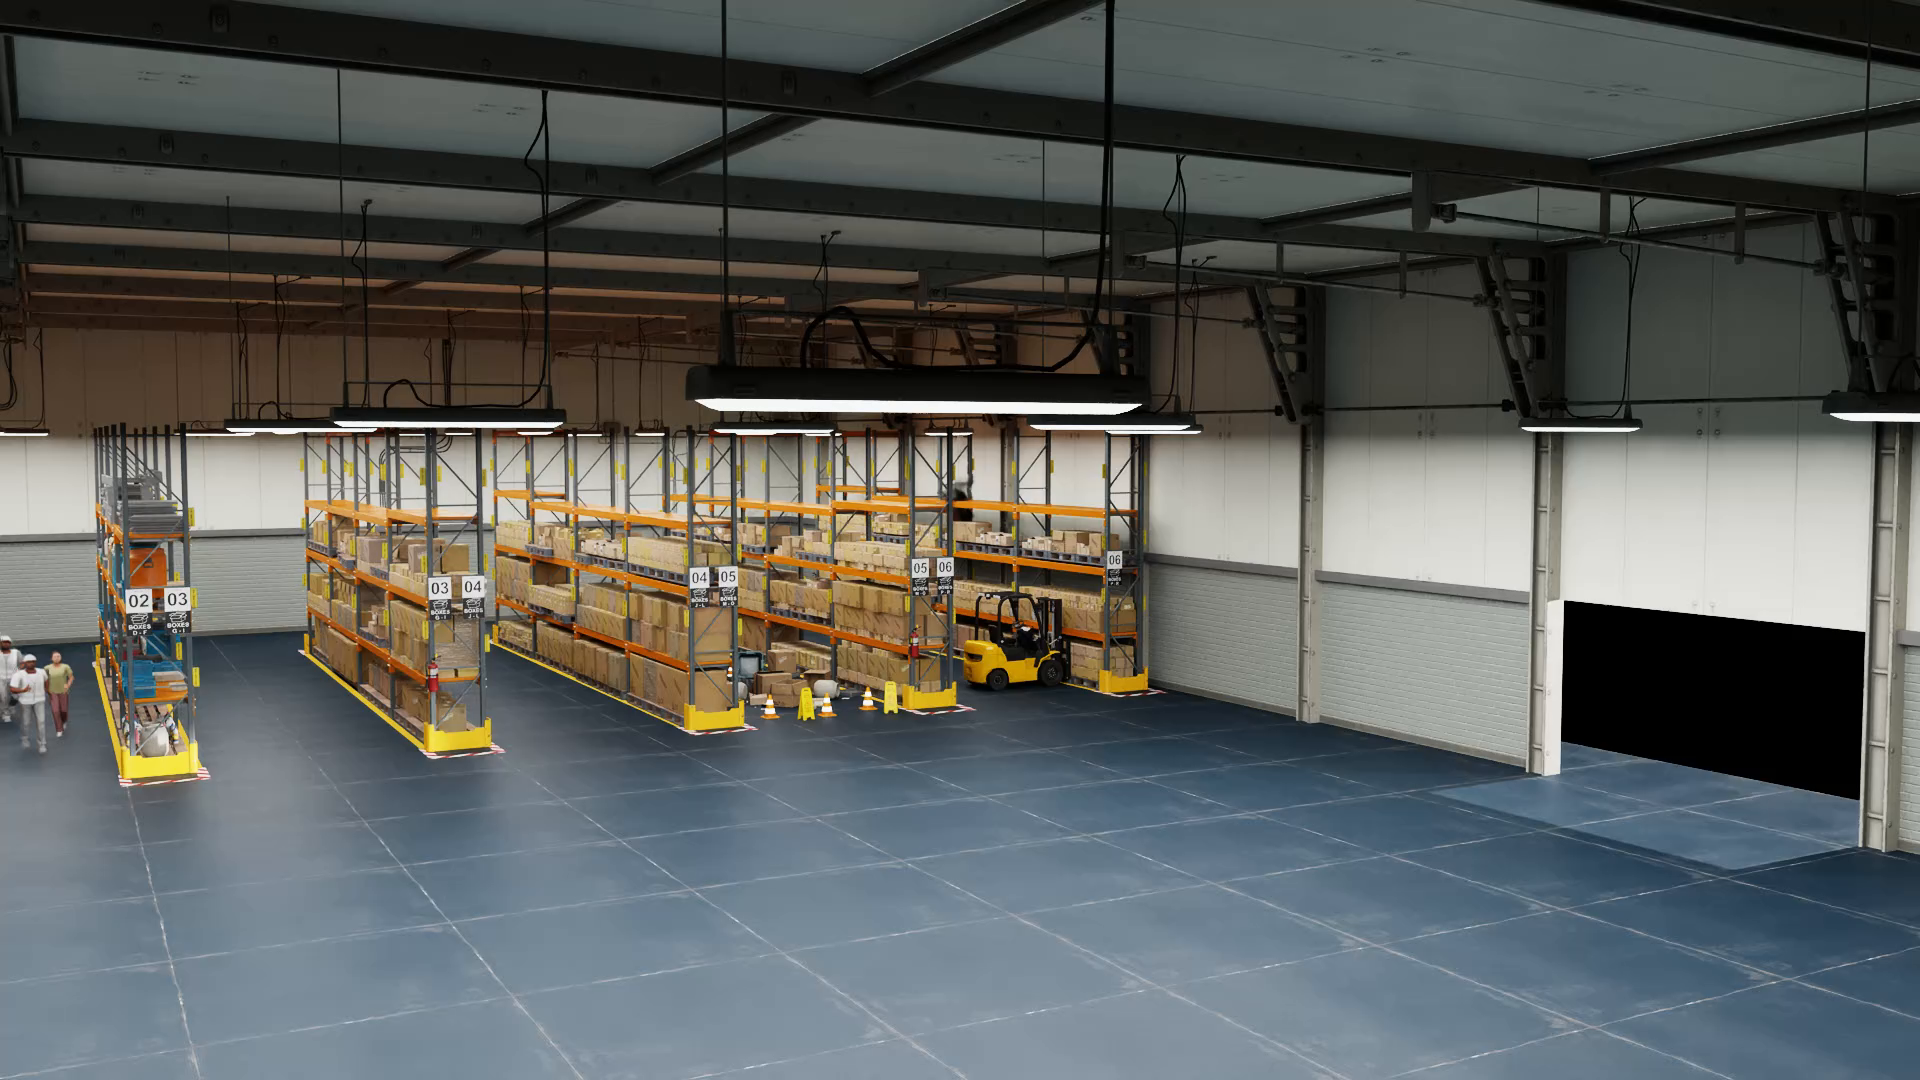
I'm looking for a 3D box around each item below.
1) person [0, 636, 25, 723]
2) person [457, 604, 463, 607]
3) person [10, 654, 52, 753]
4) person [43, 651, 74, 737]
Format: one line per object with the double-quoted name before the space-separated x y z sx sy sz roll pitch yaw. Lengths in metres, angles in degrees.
"person" -19.330 2.813 33.701 0.688 1.739 0.721 -2 4 -33
"person" -14.184 2.059 46.516 0.666 1.762 0.705 0 3 5
"person" -16.926 2.963 30.330 0.694 1.759 0.983 -3 5 -41
"person" -17.479 2.957 32.169 0.575 1.644 0.618 -2 4 -29
